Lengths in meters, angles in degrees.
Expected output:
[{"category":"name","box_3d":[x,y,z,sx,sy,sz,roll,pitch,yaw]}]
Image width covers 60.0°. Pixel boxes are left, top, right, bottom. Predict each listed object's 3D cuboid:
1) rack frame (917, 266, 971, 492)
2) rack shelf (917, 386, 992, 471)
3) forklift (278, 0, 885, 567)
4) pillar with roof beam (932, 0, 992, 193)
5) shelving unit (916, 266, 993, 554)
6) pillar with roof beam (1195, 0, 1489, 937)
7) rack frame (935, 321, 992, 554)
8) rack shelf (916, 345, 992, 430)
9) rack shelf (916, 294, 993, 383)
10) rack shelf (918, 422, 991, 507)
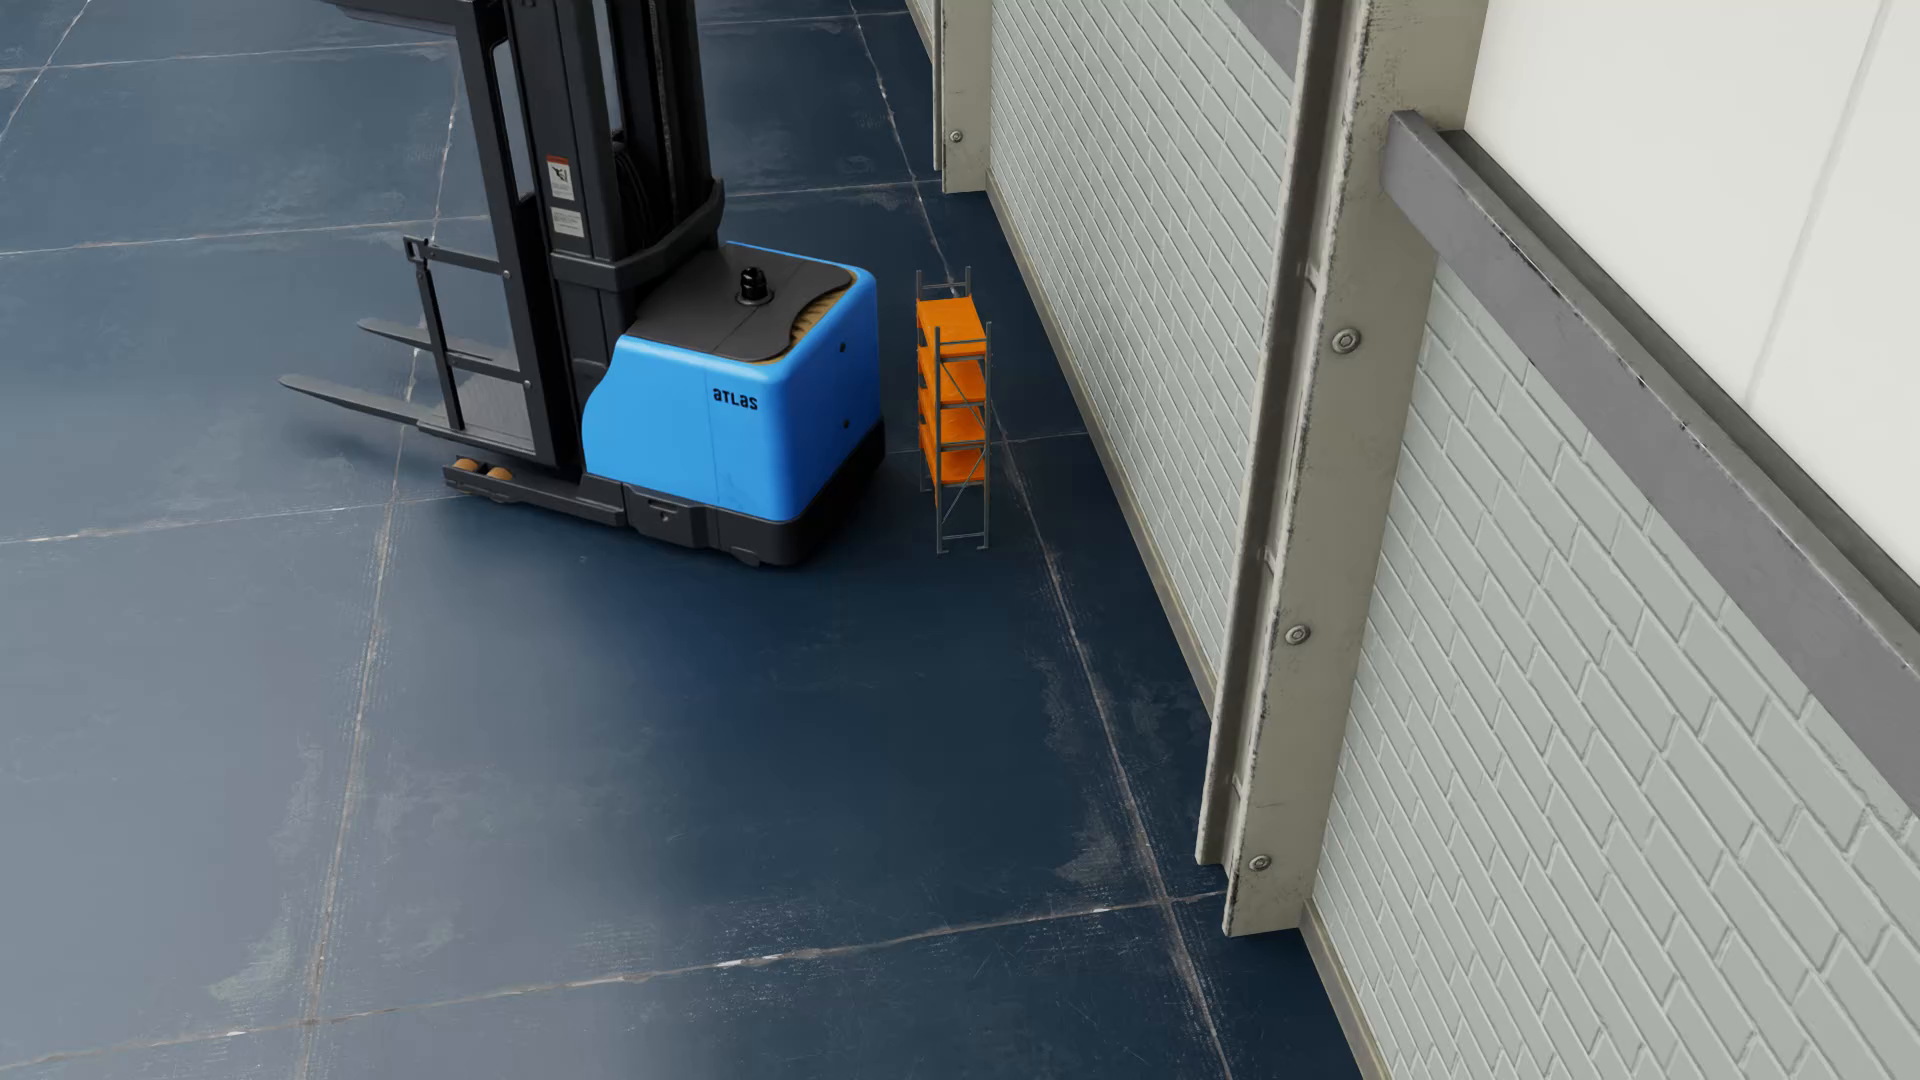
[{"category":"rack frame","box_3d":[-0.072,-0.721,7.700,0.240,1.200,0.015,-6,38,-8]},{"category":"rack shelf","box_3d":[-0.029,-0.521,7.552,0.258,0.148,0.480,-6,38,-8]},{"category":"forklift","box_3d":[-1.934,-1.619,7.445,3.031,2.935,1.130,14,40,18]},{"category":"pillar with roof beam","box_3d":[-4.225,-5.434,7.410,9.100,9.000,0.400,-6,38,-8]},{"category":"shelving unit","box_3d":[-0.029,-0.574,7.511,0.258,1.200,0.503,-6,38,-8]},{"category":"pillar with roof beam","box_3d":[-3.173,-1.810,2.745,9.100,9.000,0.400,-6,38,-8]},{"category":"rack frame","box_3d":[0.014,-0.426,7.321,0.240,1.200,0.015,-6,38,-8]},{"category":"rack shelf","box_3d":[-0.029,-0.697,7.415,0.258,0.148,0.480,-6,38,-8]},{"category":"rack shelf","box_3d":[-0.029,-0.884,7.270,0.258,0.148,0.480,-6,38,-8]},{"category":"rack shelf","box_3d":[-0.029,-0.364,7.674,0.258,0.148,0.480,-6,38,-8]}]
